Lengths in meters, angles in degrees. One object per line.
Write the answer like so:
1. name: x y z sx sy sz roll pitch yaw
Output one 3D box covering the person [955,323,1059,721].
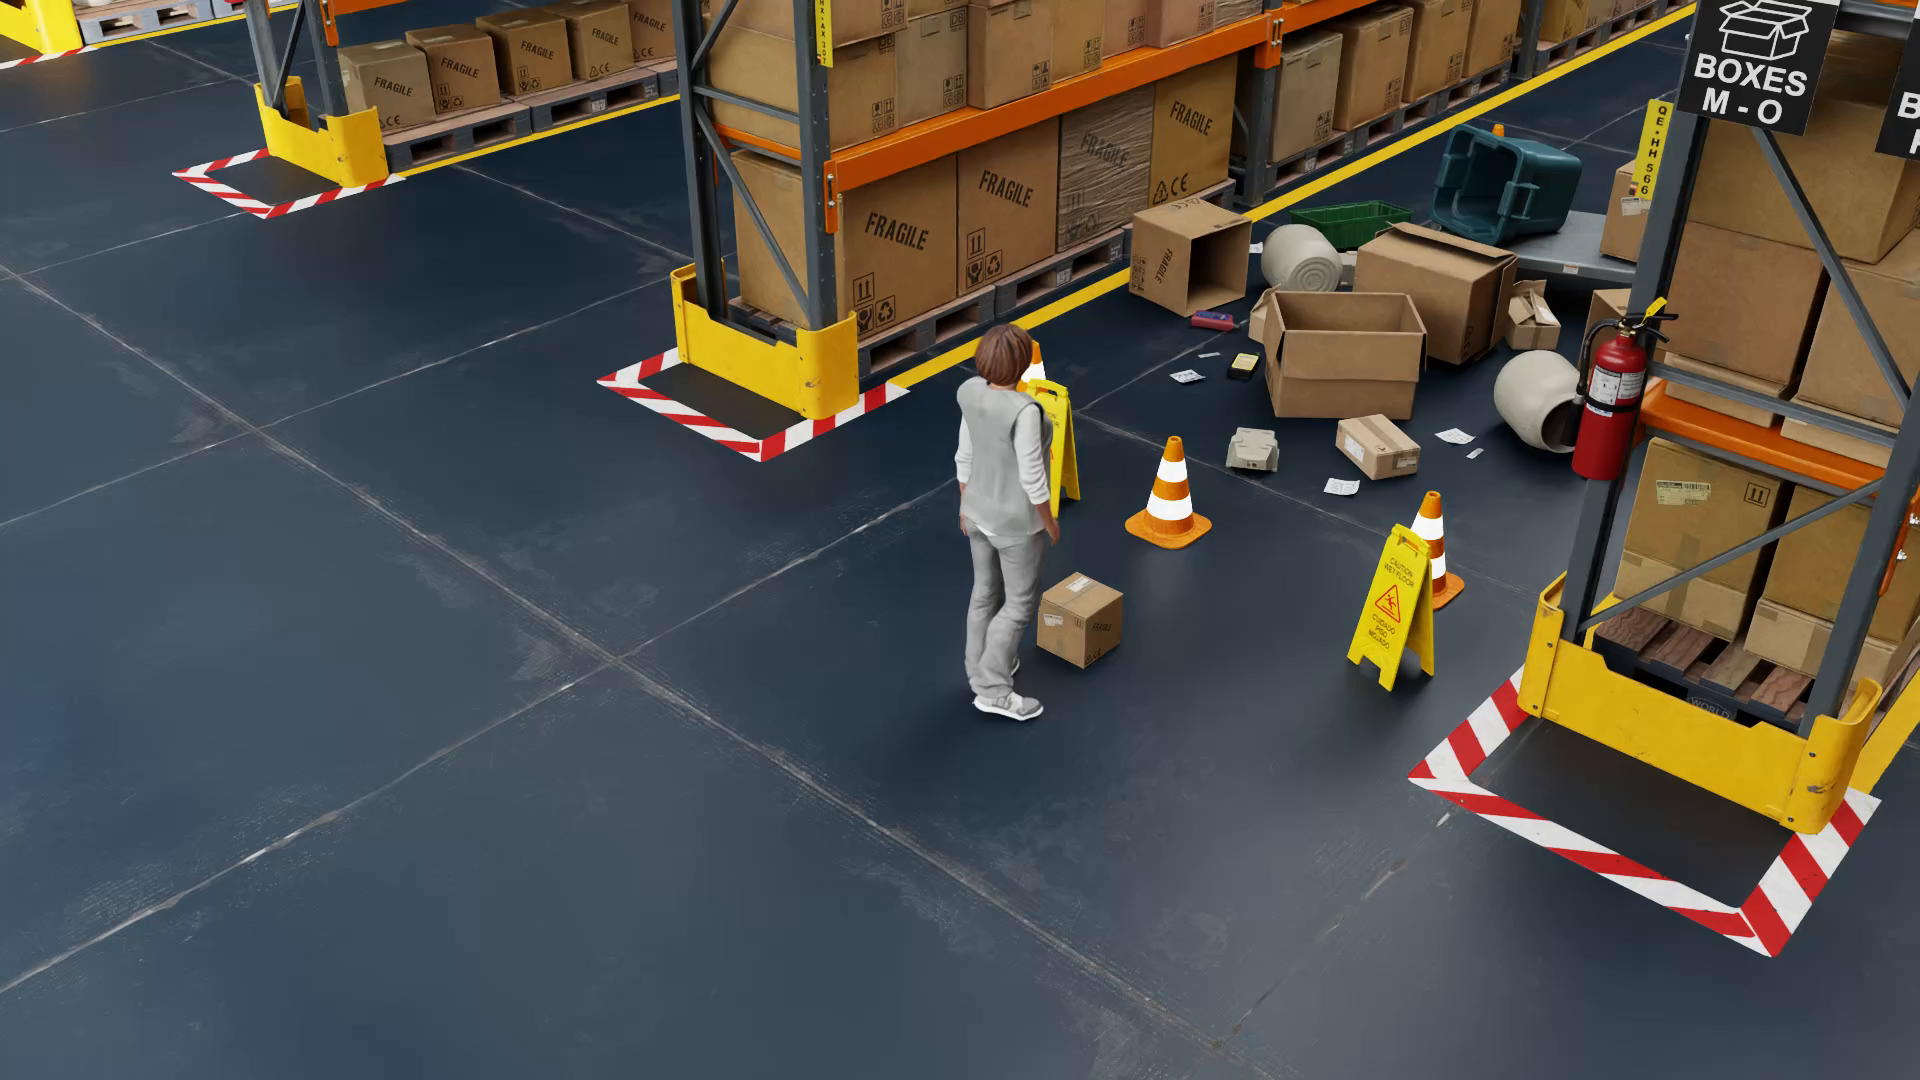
1. person: 0.167 -0.070 6.222 0.359 1.598 0.441 -24 39 -33
